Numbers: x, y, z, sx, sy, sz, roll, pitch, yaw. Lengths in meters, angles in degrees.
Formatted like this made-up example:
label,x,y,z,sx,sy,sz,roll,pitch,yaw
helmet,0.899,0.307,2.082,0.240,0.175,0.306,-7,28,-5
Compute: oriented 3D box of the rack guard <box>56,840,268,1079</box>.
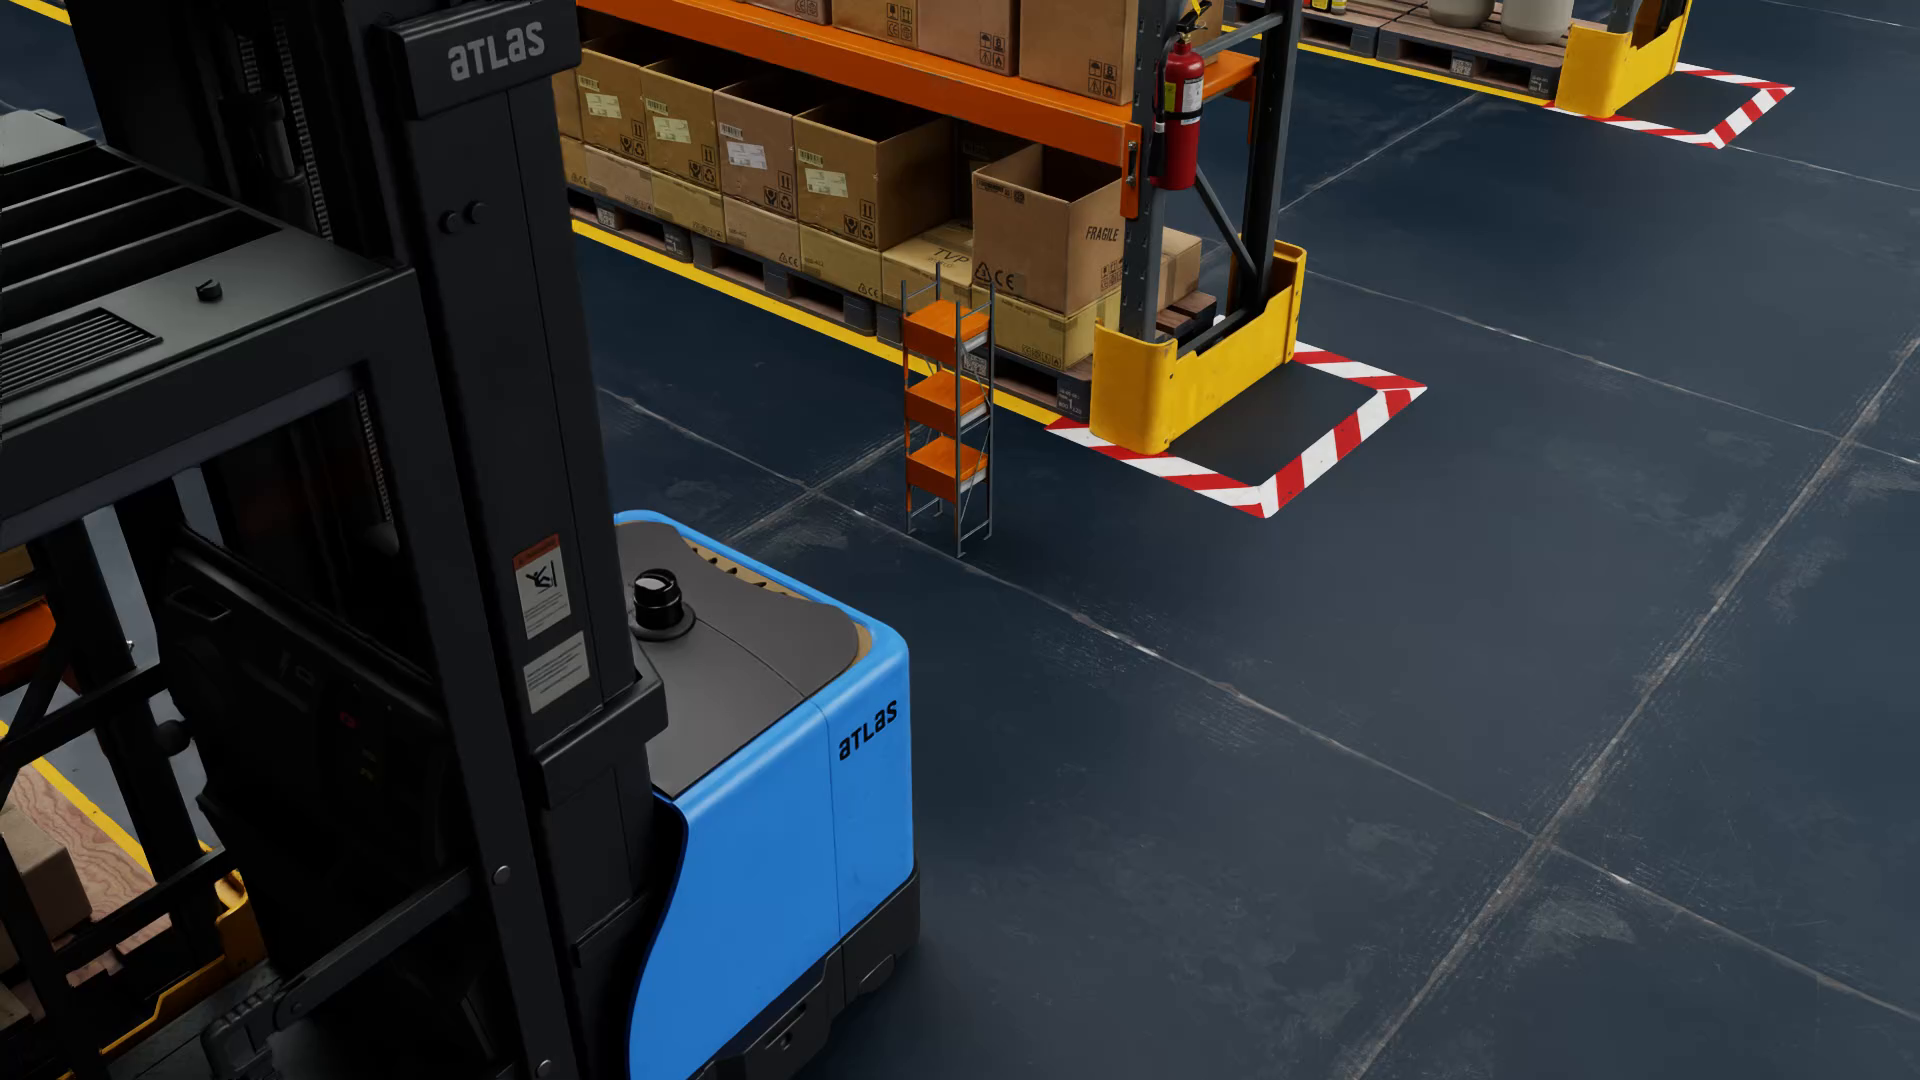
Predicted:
label,x,y,z,sx,sy,sz,roll,pitch,yaw
rack guard,-2.227,1.270,3.960,0.348,0.500,1.175,25,42,32

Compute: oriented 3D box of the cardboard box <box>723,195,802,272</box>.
label,x,y,z,sx,sy,sz,roll,pitch,yaw
cardboard box,-0.764,-1.533,7.891,0.500,0.250,0.500,25,42,32

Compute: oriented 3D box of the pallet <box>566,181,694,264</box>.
label,x,y,z,sx,sy,sz,roll,pitch,yaw
pallet,-1.492,-1.883,8.805,1.213,0.211,1.003,25,42,32

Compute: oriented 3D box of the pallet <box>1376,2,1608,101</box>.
label,x,y,z,sx,sy,sz,roll,pitch,yaw
pallet,3.461,-3.198,10.720,1.213,0.211,1.003,25,42,32

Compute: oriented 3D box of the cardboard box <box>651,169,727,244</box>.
label,x,y,z,sx,sy,sz,roll,pitch,yaw
cardboard box,-1.152,-1.712,8.151,0.500,0.250,0.500,25,42,32

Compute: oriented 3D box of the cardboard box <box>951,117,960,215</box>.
label,x,y,z,sx,sy,sz,roll,pitch,yaw
cardboard box,-0.050,-1.885,7.741,0.500,0.500,0.500,25,42,32

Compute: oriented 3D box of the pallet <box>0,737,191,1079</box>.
label,x,y,z,sx,sy,sz,roll,pitch,yaw
pallet,-2.829,1.079,4.492,1.213,0.211,1.003,25,42,32

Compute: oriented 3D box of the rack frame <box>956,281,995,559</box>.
label,x,y,z,sx,sy,sz,roll,pitch,yaw
rack frame,0.053,-0.408,5.917,0.008,1.050,0.200,25,42,32

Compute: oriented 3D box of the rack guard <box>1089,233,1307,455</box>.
label,x,y,z,sx,sy,sz,roll,pitch,yaw
rack guard,1.016,-0.851,7.047,0.348,0.500,1.175,25,42,32

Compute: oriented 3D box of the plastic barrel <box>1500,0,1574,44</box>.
label,x,y,z,sx,sy,sz,roll,pitch,yaw
plastic barrel,3.615,-3.396,10.372,0.421,0.512,0.421,0,34,0

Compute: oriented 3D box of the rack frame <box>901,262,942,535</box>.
label,x,y,z,sx,sy,sz,roll,pitch,yaw
rack frame,-0.135,-0.496,6.045,0.008,1.050,0.200,25,42,32

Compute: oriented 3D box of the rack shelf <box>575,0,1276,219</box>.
label,x,y,z,sx,sy,sz,roll,pitch,yaw
rack shelf,-0.539,-2.318,7.611,4.000,0.370,1.077,25,42,32

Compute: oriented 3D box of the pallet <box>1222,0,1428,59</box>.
label,x,y,z,sx,sy,sz,roll,pitch,yaw
pallet,2.527,-3.640,11.363,1.213,0.211,1.003,25,42,32

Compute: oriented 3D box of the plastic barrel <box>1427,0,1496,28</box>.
label,x,y,z,sx,sy,sz,roll,pitch,yaw
plastic barrel,3.230,-3.578,10.637,0.421,0.512,0.421,0,34,0

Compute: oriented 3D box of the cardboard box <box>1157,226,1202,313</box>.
label,x,y,z,sx,sy,sz,roll,pitch,yaw
cardboard box,0.728,-1.220,7.435,0.500,0.250,0.500,25,42,32

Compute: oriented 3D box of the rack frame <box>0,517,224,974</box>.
label,x,y,z,sx,sy,sz,roll,pitch,yaw
rack frame,-2.169,0.267,3.212,0.127,3.000,1.000,25,42,32

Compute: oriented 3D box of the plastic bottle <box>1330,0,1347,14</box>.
label,x,y,z,sx,sy,sz,roll,pitch,yaw
plastic bottle,2.478,-3.546,10.847,0.097,0.201,0.097,0,34,0

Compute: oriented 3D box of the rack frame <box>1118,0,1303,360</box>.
label,x,y,z,sx,sy,sz,roll,pitch,yaw
rack frame,0.998,-1.890,6.352,0.127,3.000,1.000,25,42,32

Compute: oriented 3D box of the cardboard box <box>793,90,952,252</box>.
label,x,y,z,sx,sy,sz,roll,pitch,yaw
cardboard box,-0.383,-1.659,7.412,0.500,0.500,0.500,25,42,32

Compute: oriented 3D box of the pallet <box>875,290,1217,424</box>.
label,x,y,z,sx,sy,sz,roll,pitch,yaw
pallet,0.383,-0.999,7.518,1.213,0.211,1.003,25,42,32

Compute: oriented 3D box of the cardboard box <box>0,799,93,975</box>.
label,x,y,z,sx,sy,sz,roll,pitch,yaw
cardboard box,-2.643,0.904,4.270,0.500,0.311,0.500,20,39,27

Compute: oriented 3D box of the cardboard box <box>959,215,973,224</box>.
label,x,y,z,sx,sy,sz,roll,pitch,yaw
cardboard box,0.341,-1.400,7.697,0.500,0.250,0.500,25,42,32

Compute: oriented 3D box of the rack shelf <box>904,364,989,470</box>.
label,x,y,z,sx,sy,sz,roll,pitch,yaw
rack shelf,-0.041,-0.443,5.987,0.240,0.259,0.215,25,42,32

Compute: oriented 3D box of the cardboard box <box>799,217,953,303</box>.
label,x,y,z,sx,sy,sz,roll,pitch,yaw
cardboard box,-0.381,-1.351,7.626,0.500,0.250,0.500,25,42,32

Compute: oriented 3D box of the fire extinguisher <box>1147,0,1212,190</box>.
label,x,y,z,sx,sy,sz,roll,pitch,yaw
fire extinguisher,0.791,-1.613,6.017,0.183,0.674,0.296,25,42,32

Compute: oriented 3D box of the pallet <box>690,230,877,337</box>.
label,x,y,z,sx,sy,sz,roll,pitch,yaw
pallet,-0.550,-1.441,8.162,1.213,0.211,1.003,25,42,32

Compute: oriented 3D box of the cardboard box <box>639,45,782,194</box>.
label,x,y,z,sx,sy,sz,roll,pitch,yaw
cardboard box,-1.152,-2.021,7.939,0.500,0.500,0.500,25,42,32

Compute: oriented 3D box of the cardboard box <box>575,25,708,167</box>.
label,x,y,z,sx,sy,sz,roll,pitch,yaw
cardboard box,-1.531,-2.205,8.207,0.500,0.500,0.500,25,42,32

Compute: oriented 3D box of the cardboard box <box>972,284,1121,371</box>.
label,x,y,z,sx,sy,sz,roll,pitch,yaw
cardboard box,0.397,-0.995,7.107,0.500,0.250,0.500,25,42,32

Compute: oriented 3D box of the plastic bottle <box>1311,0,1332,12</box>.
label,x,y,z,sx,sy,sz,roll,pitch,yaw
plastic bottle,2.377,-3.614,10.873,0.133,0.283,0.061,26,42,33

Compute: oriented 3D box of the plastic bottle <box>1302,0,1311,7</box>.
label,x,y,z,sx,sy,sz,roll,pitch,yaw
plastic bottle,2.302,-3.680,10.976,0.135,0.276,0.152,26,42,32

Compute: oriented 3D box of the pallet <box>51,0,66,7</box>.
label,x,y,z,sx,sy,sz,roll,pitch,yaw
pallet,-5.700,-3.925,11.779,1.213,0.211,1.003,25,42,32

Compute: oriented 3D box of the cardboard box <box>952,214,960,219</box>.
label,x,y,z,sx,sy,sz,roll,pitch,yaw
cardboard box,-0.043,-1.581,7.961,0.500,0.250,0.500,25,42,32

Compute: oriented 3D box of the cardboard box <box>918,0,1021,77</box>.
label,x,y,z,sx,sy,sz,roll,pitch,yaw
cardboard box,0.241,-2.294,6.852,0.500,0.500,0.700,26,42,33

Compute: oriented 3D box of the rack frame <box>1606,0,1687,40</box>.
label,x,y,z,sx,sy,sz,roll,pitch,yaw
rack frame,4.170,-4.043,9.488,0.127,3.000,1.000,25,42,32

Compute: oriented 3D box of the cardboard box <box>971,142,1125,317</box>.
label,x,y,z,sx,sy,sz,roll,pitch,yaw
cardboard box,0.395,-1.303,6.894,0.500,0.500,0.500,25,42,32

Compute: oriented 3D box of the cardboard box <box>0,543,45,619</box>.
label,x,y,z,sx,sy,sz,roll,pitch,yaw
cardboard box,-2.341,0.006,3.707,0.500,0.250,0.500,24,41,31

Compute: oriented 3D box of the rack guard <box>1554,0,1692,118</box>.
label,x,y,z,sx,sy,sz,roll,pitch,yaw
rack guard,4.081,-3.020,10.206,0.348,0.500,1.175,25,42,32

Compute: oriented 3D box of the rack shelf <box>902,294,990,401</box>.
label,x,y,z,sx,sy,sz,roll,pitch,yaw
rack shelf,-0.041,-0.677,5.826,0.240,0.259,0.215,25,42,32

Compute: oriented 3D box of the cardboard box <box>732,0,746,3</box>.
label,x,y,z,sx,sy,sz,roll,pitch,yaw
cardboard box,-0.939,-2.850,7.662,0.500,0.500,0.700,26,42,32

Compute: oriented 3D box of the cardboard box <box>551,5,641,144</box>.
label,x,y,z,sx,sy,sz,roll,pitch,yaw
cardboard box,-1.920,-2.383,8.466,0.500,0.500,0.500,25,42,32

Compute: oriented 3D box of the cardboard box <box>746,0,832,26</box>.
label,x,y,z,sx,sy,sz,roll,pitch,yaw
cardboard box,-0.544,-2.665,7.393,0.500,0.500,0.700,27,43,33

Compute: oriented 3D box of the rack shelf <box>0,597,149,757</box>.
label,x,y,z,sx,sy,sz,roll,pitch,yaw
rack shelf,-3.706,-0.161,4.470,4.000,0.370,1.077,25,42,32

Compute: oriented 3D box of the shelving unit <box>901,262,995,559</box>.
label,x,y,z,sx,sy,sz,roll,pitch,yaw
shelving unit,-0.041,-0.452,5.981,0.252,1.050,0.215,25,42,32

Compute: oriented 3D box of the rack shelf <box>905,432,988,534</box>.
label,x,y,z,sx,sy,sz,roll,pitch,yaw
rack shelf,-0.041,-0.214,6.144,0.240,0.259,0.215,25,42,32

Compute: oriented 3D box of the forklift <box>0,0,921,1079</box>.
label,x,y,z,sx,sy,sz,roll,pitch,yaw
forklift,-1.412,0.395,3.086,1.130,2.935,3.031,24,41,31

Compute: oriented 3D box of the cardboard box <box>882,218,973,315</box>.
label,x,y,z,sx,sy,sz,roll,pitch,yaw
cardboard box,0.005,-1.171,7.363,0.500,0.250,0.500,25,42,32

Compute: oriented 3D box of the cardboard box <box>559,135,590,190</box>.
label,x,y,z,sx,sy,sz,roll,pitch,yaw
cardboard box,-1.914,-2.078,8.685,0.500,0.250,0.500,25,42,32

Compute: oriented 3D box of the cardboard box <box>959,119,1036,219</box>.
label,x,y,z,sx,sy,sz,roll,pitch,yaw
cardboard box,0.343,-1.710,7.486,0.500,0.500,0.500,25,42,32

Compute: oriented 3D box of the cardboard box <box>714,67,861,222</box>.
label,x,y,z,sx,sy,sz,roll,pitch,yaw
cardboard box,-0.766,-1.841,7.676,0.500,0.500,0.500,25,42,32

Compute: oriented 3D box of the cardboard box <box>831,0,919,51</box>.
label,x,y,z,sx,sy,sz,roll,pitch,yaw
cardboard box,-0.137,-2.476,7.118,0.500,0.500,0.700,26,42,32

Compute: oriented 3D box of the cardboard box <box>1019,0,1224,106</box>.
label,x,y,z,sx,sy,sz,roll,pitch,yaw
cardboard box,0.647,-2.106,6.578,0.500,0.500,0.700,25,42,32

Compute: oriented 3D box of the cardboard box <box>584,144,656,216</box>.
label,x,y,z,sx,sy,sz,roll,pitch,yaw
cardboard box,-1.533,-1.895,8.418,0.500,0.250,0.500,25,42,32
